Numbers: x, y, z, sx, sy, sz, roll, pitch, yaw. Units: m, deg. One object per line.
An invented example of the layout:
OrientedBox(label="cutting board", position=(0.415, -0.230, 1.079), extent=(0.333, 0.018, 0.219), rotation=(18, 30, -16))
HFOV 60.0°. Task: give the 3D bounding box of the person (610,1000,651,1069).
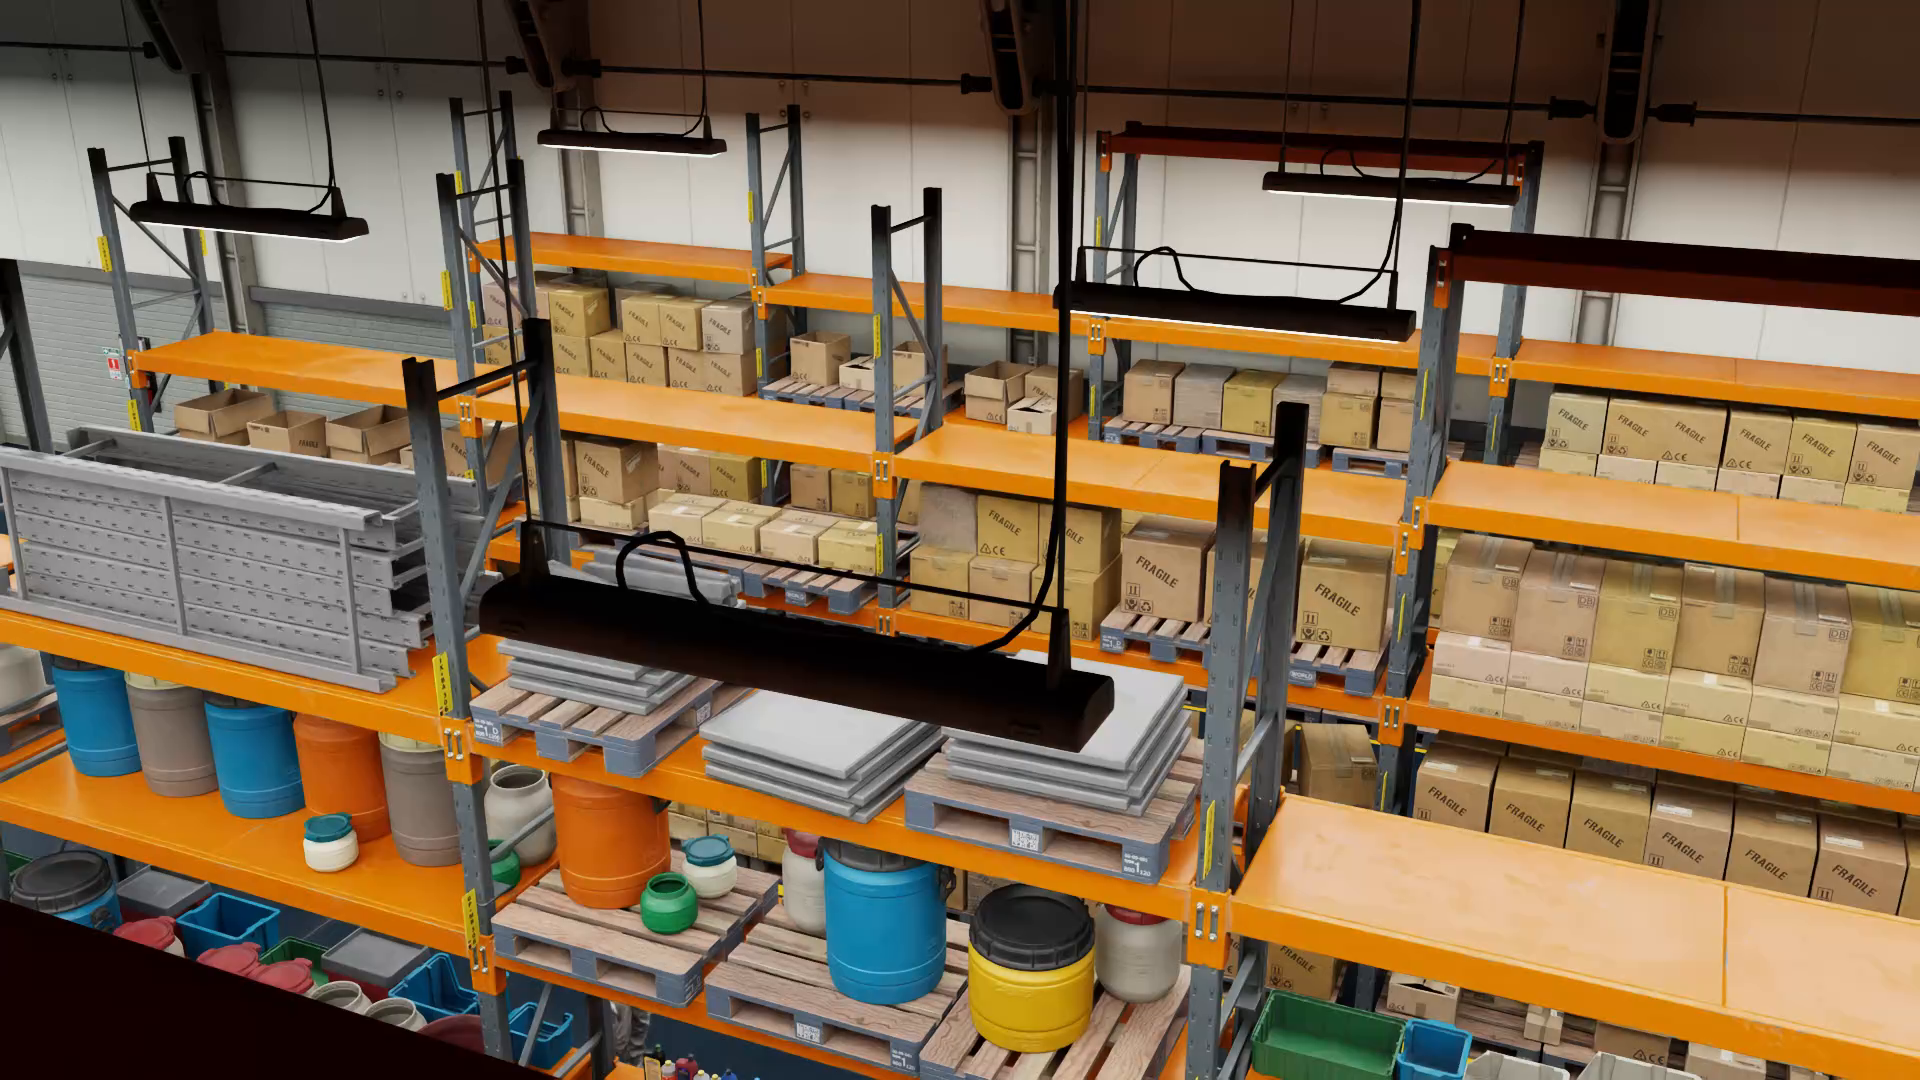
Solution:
OrientedBox(label="person", position=(-2.426, 3.139, 11.813), extent=(0.553, 1.784, 0.582), rotation=(9, 22, 22))
